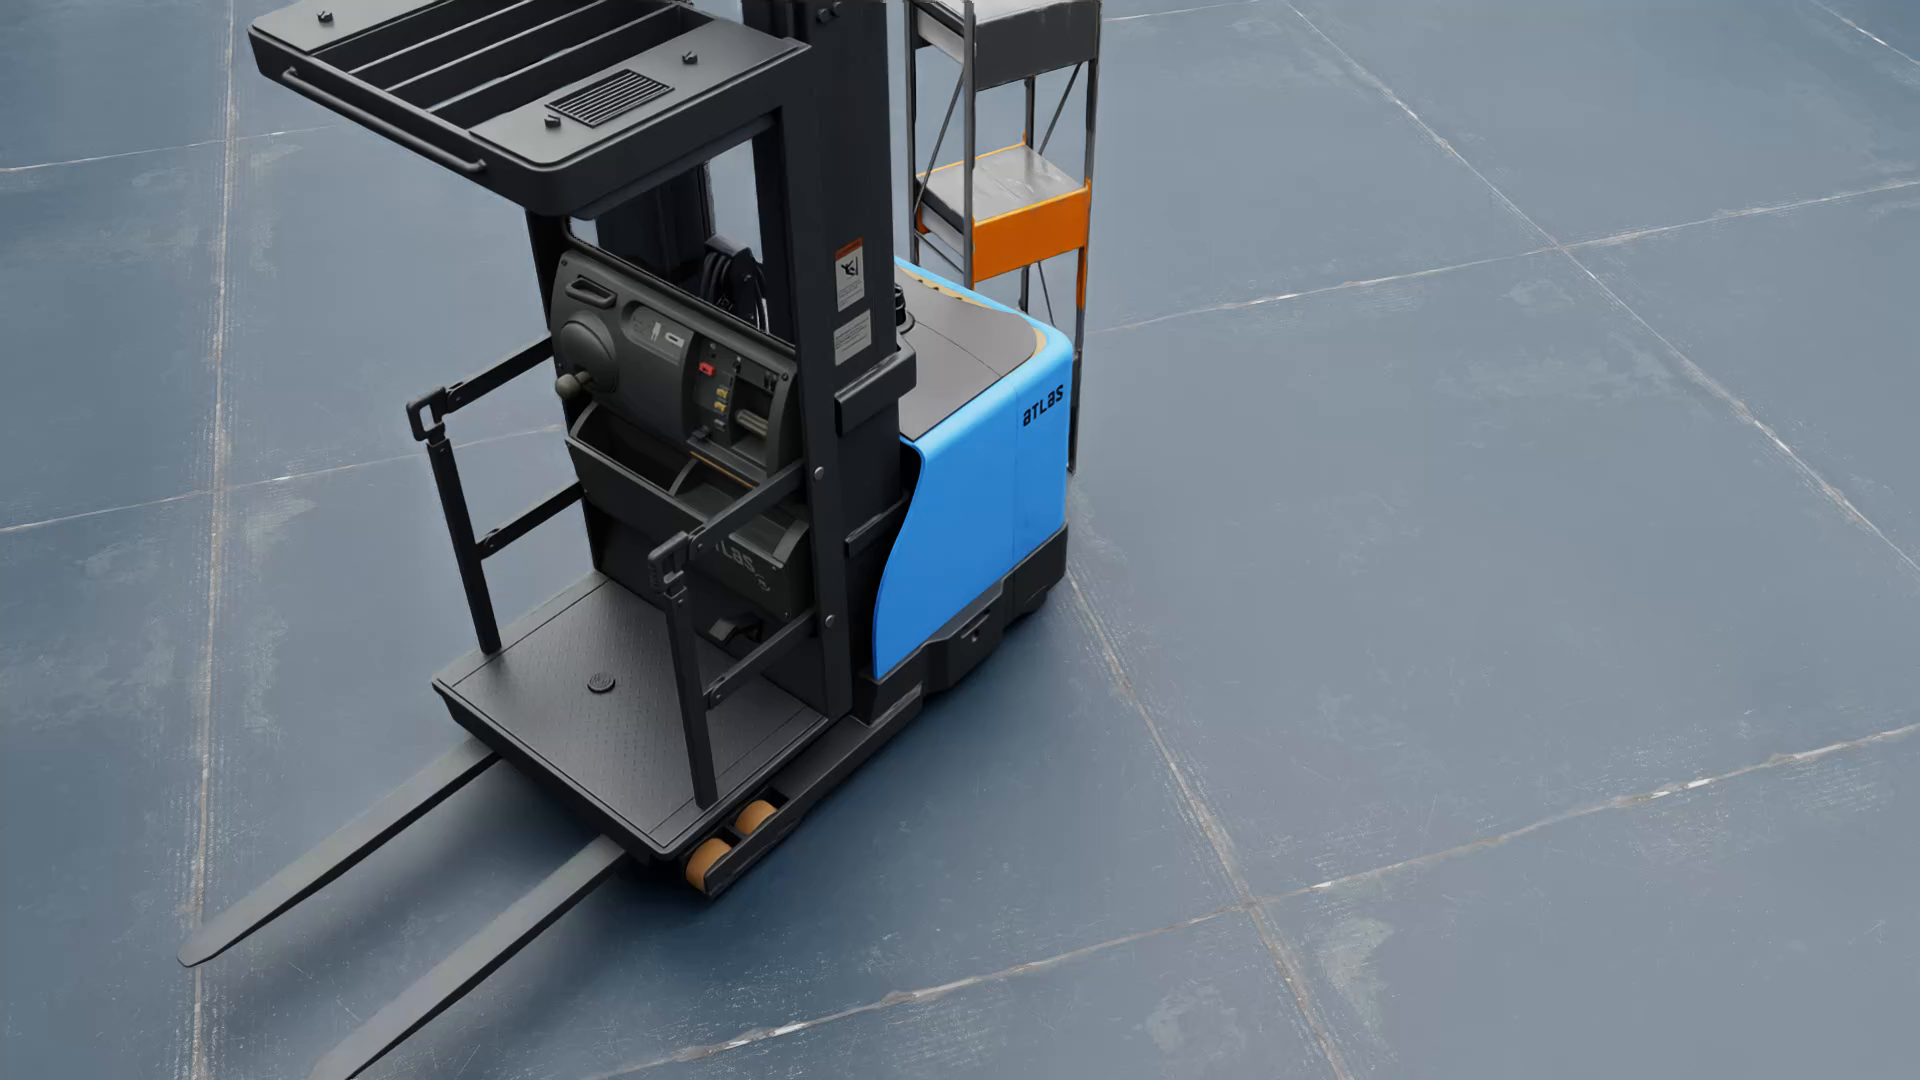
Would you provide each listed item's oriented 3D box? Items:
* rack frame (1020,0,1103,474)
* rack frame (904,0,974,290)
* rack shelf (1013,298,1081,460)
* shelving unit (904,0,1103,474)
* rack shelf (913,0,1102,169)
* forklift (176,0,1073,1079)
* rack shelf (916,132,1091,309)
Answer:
[{"bbox_3d":[0.344,-1.163,5.985,0.015,2.100,0.400,-22,46,-23],"label":"rack frame"},{"bbox_3d":[-0.070,-0.993,5.790,0.015,2.100,0.400,-22,46,-23],"label":"rack frame"},{"bbox_3d":[0.137,-0.540,6.357,0.480,0.518,0.431,-22,46,-23],"label":"rack shelf"},{"bbox_3d":[0.137,-1.078,5.888,0.503,2.100,0.431,-22,46,-23],"label":"shelving unit"},{"bbox_3d":[0.137,-1.595,5.436,0.480,0.518,0.431,-22,46,-23],"label":"rack shelf"},{"bbox_3d":[-0.945,-0.412,4.493,1.130,2.935,3.031,29,49,29],"label":"forklift"},{"bbox_3d":[0.137,-1.067,5.897,0.480,0.518,0.431,-22,46,-23],"label":"rack shelf"}]
